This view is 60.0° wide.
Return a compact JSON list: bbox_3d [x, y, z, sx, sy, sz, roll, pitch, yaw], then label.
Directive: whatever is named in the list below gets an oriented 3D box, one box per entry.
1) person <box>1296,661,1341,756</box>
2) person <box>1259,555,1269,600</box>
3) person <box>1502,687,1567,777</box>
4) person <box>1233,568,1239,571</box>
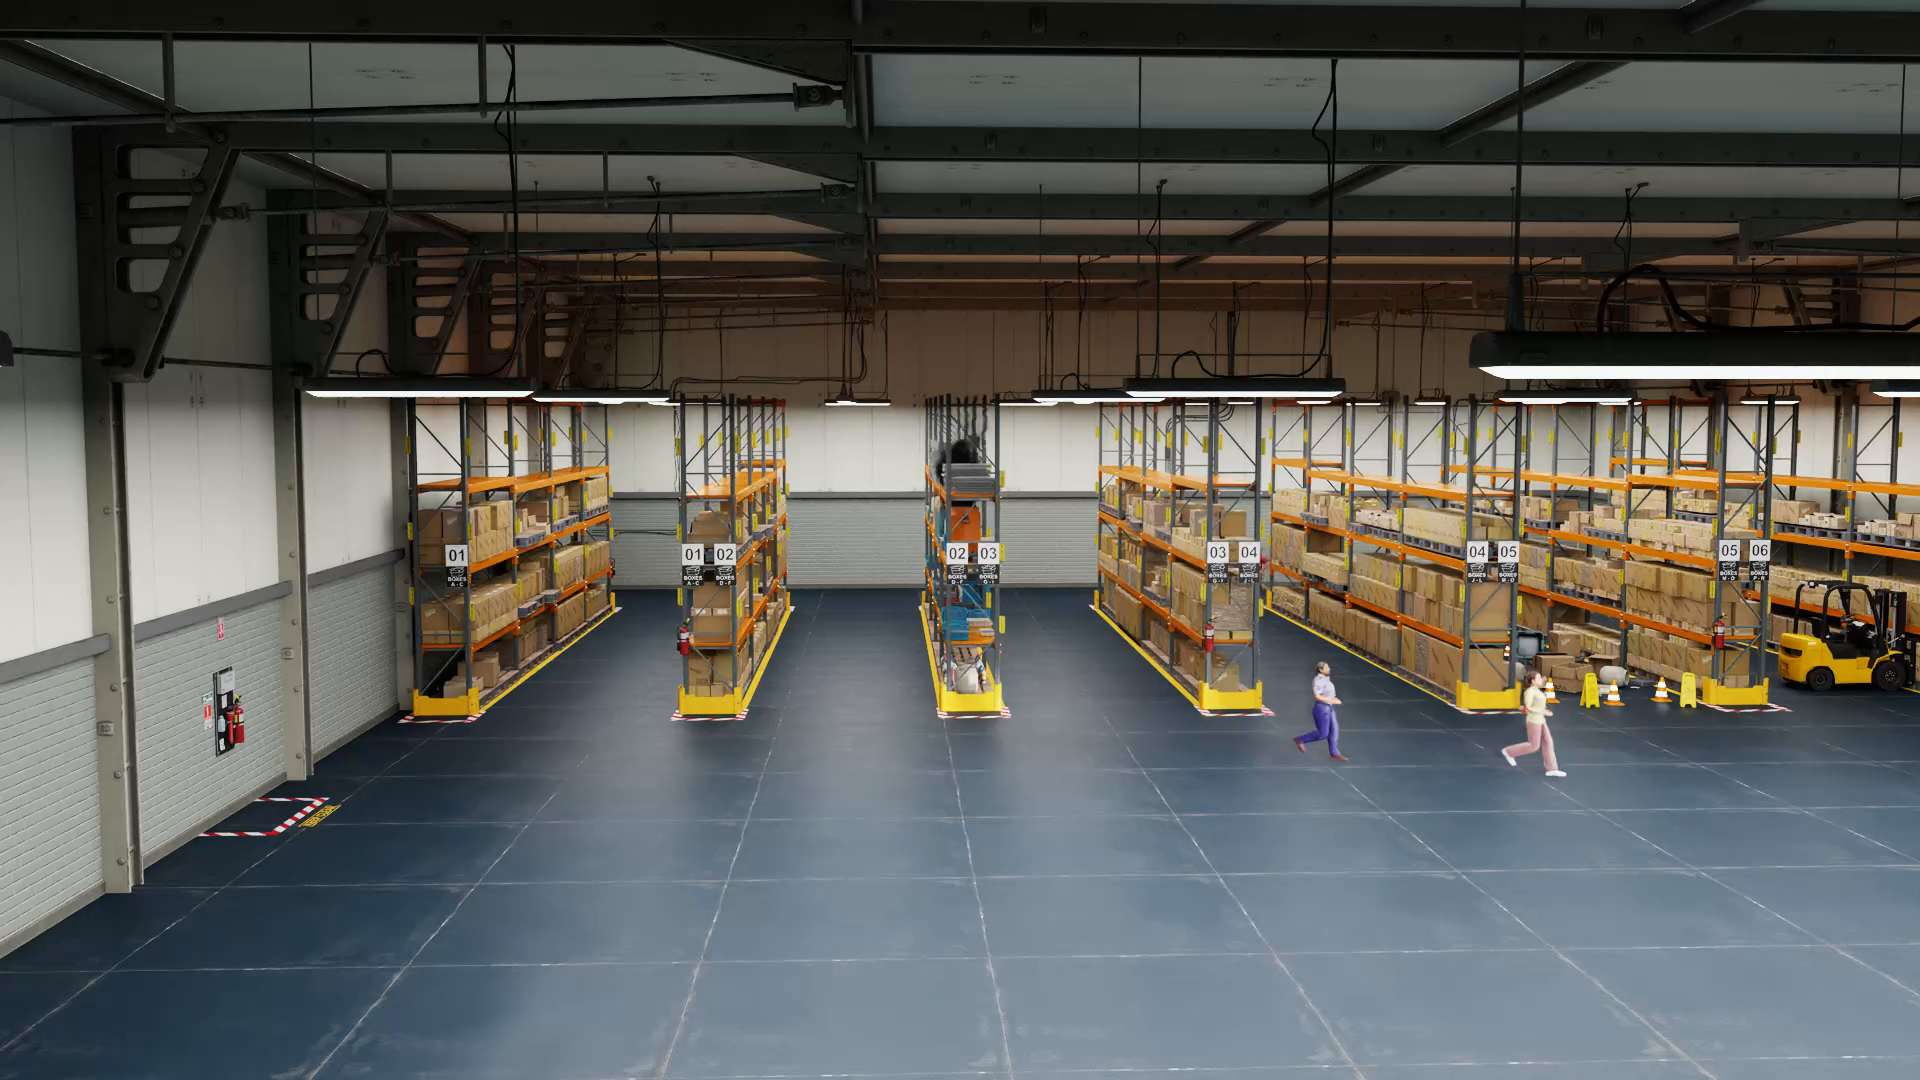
[{"bbox_3d":[5.850,2.740,27.005,0.716,1.562,0.609,2,5,22],"label":"person"},{"bbox_3d":[8.791,1.010,49.091,1.010,1.681,0.760,0,5,-5],"label":"person"},{"bbox_3d":[9.087,2.978,25.870,0.707,1.382,0.543,3,5,32],"label":"person"},{"bbox_3d":[7.990,1.131,48.406,0.462,1.579,0.730,-4,6,-43],"label":"person"}]
